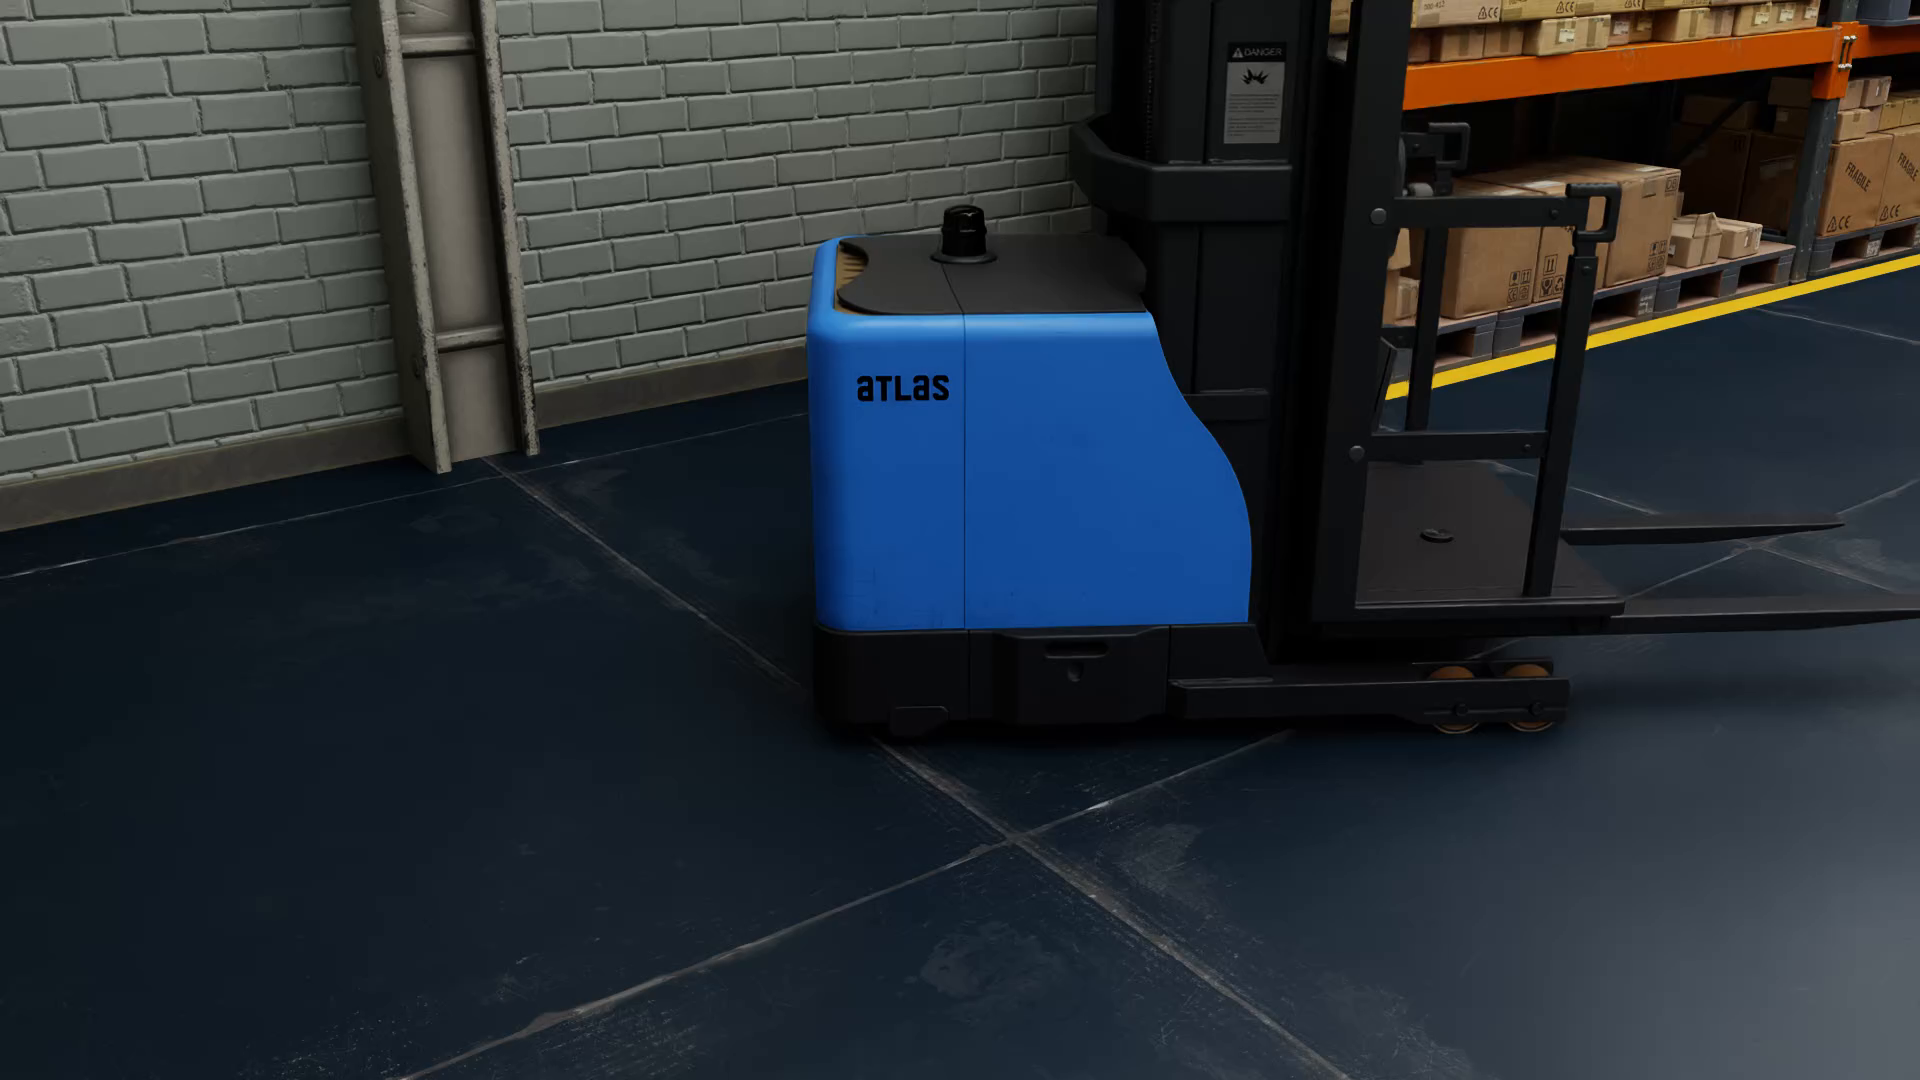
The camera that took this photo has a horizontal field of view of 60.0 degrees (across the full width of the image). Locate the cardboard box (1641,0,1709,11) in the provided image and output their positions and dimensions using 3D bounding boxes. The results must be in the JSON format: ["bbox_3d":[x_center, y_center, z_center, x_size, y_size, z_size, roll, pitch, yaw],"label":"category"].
[{"bbox_3d":[3.065,-2.567,7.582,0.500,0.250,0.500,-15,26,-33],"label":"cardboard box"}]

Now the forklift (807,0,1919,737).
[{"bbox_3d":[1.125,-1.069,4.121,3.031,2.935,1.130,-1,22,-3],"label":"forklift"}]

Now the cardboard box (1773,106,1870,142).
[{"bbox_3d":[4.593,-2.232,8.872,0.250,0.149,0.380,-14,25,-30],"label":"cardboard box"}]

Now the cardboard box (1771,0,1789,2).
[{"bbox_3d":[3.875,-2.784,8.126,0.500,0.250,0.500,-14,26,-32],"label":"cardboard box"}]

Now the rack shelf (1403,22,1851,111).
[{"bbox_3d":[2.523,-2.132,7.662,4.000,0.370,1.077,-15,26,-33],"label":"rack shelf"}]

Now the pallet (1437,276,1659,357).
[{"bbox_3d":[2.597,-1.189,8.093,1.213,0.211,1.003,-15,26,-33],"label":"pallet"}]

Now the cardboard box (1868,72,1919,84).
[{"bbox_3d":[5.770,-2.785,10.258,0.250,0.149,0.380,-15,26,-33],"label":"cardboard box"}]

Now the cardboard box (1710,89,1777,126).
[{"bbox_3d":[4.487,-2.459,9.442,0.250,0.149,0.380,-15,26,-33],"label":"cardboard box"}]

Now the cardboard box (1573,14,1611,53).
[{"bbox_3d":[2.603,-2.232,7.281,0.250,0.149,0.380,-14,26,-32],"label":"cardboard box"}]

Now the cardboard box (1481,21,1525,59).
[{"bbox_3d":[2.152,-2.137,7.042,0.250,0.149,0.380,-14,26,-32],"label":"cardboard box"}]

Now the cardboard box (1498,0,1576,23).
[{"bbox_3d":[2.244,-2.338,7.010,0.500,0.250,0.500,-16,26,-34],"label":"cardboard box"}]

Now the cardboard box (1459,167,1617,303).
[{"bbox_3d":[2.655,-1.428,7.735,0.500,0.500,0.500,-14,26,-32],"label":"cardboard box"}]

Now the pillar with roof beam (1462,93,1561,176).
[{"bbox_3d":[5.569,-4.510,4.557,0.400,9.000,9.100,-15,26,-33],"label":"pillar with roof beam"}]

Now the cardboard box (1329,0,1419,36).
[{"bbox_3d":[1.425,-2.118,6.459,0.500,0.250,0.500,-15,26,-33],"label":"cardboard box"}]

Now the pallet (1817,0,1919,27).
[{"bbox_3d":[4.859,-2.950,9.000,1.213,0.211,1.003,-15,26,-33],"label":"pallet"}]

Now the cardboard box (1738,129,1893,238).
[{"bbox_3d":[4.670,-1.970,9.091,0.500,0.500,0.500,-14,25,-31],"label":"cardboard box"}]

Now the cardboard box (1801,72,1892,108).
[{"bbox_3d":[4.776,-2.440,8.994,0.250,0.149,0.380,-16,27,-35],"label":"cardboard box"}]

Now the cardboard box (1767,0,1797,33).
[{"bbox_3d":[3.836,-2.574,8.139,0.250,0.149,0.380,-14,26,-31],"label":"cardboard box"}]

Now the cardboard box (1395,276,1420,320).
[{"bbox_3d":[1.819,-1.088,7.355,0.250,0.149,0.380,-16,27,-35],"label":"cardboard box"}]

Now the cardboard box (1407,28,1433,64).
[{"bbox_3d":[1.699,-2.041,6.803,0.250,0.149,0.380,-15,26,-34],"label":"cardboard box"}]

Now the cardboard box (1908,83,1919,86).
[{"bbox_3d":[5.818,-2.600,9.796,0.250,0.149,0.380,-15,26,-33],"label":"cardboard box"}]

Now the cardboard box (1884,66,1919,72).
[{"bbox_3d":[6.127,-2.922,10.603,0.250,0.149,0.380,-16,27,-35],"label":"cardboard box"}]

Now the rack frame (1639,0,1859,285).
[{"bbox_3d":[4.146,-2.899,8.613,0.127,3.000,1.000,-15,26,-33],"label":"rack frame"}]

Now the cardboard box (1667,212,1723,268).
[{"bbox_3d":[3.576,-1.538,8.325,0.258,0.266,0.396,-14,26,-31],"label":"cardboard box"}]

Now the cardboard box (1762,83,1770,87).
[{"bbox_3d":[4.872,-2.577,9.739,0.250,0.149,0.380,-16,27,-35],"label":"cardboard box"}]

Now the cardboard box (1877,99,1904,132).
[{"bbox_3d":[4.974,-2.374,9.229,0.250,0.149,0.380,-17,27,-36],"label":"cardboard box"}]

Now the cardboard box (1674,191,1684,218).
[{"bbox_3d":[3.472,-1.773,8.853,0.500,0.311,0.500,-14,26,-31],"label":"cardboard box"}]

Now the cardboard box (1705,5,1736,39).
[{"bbox_3d":[3.411,-2.462,7.858,0.250,0.149,0.380,-14,26,-31],"label":"cardboard box"}]

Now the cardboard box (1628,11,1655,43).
[{"bbox_3d":[2.945,-2.376,7.642,0.250,0.149,0.380,-14,26,-32],"label":"cardboard box"}]

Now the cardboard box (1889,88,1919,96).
[{"bbox_3d":[5.414,-2.480,9.495,0.250,0.149,0.380,-15,26,-33],"label":"cardboard box"}]
